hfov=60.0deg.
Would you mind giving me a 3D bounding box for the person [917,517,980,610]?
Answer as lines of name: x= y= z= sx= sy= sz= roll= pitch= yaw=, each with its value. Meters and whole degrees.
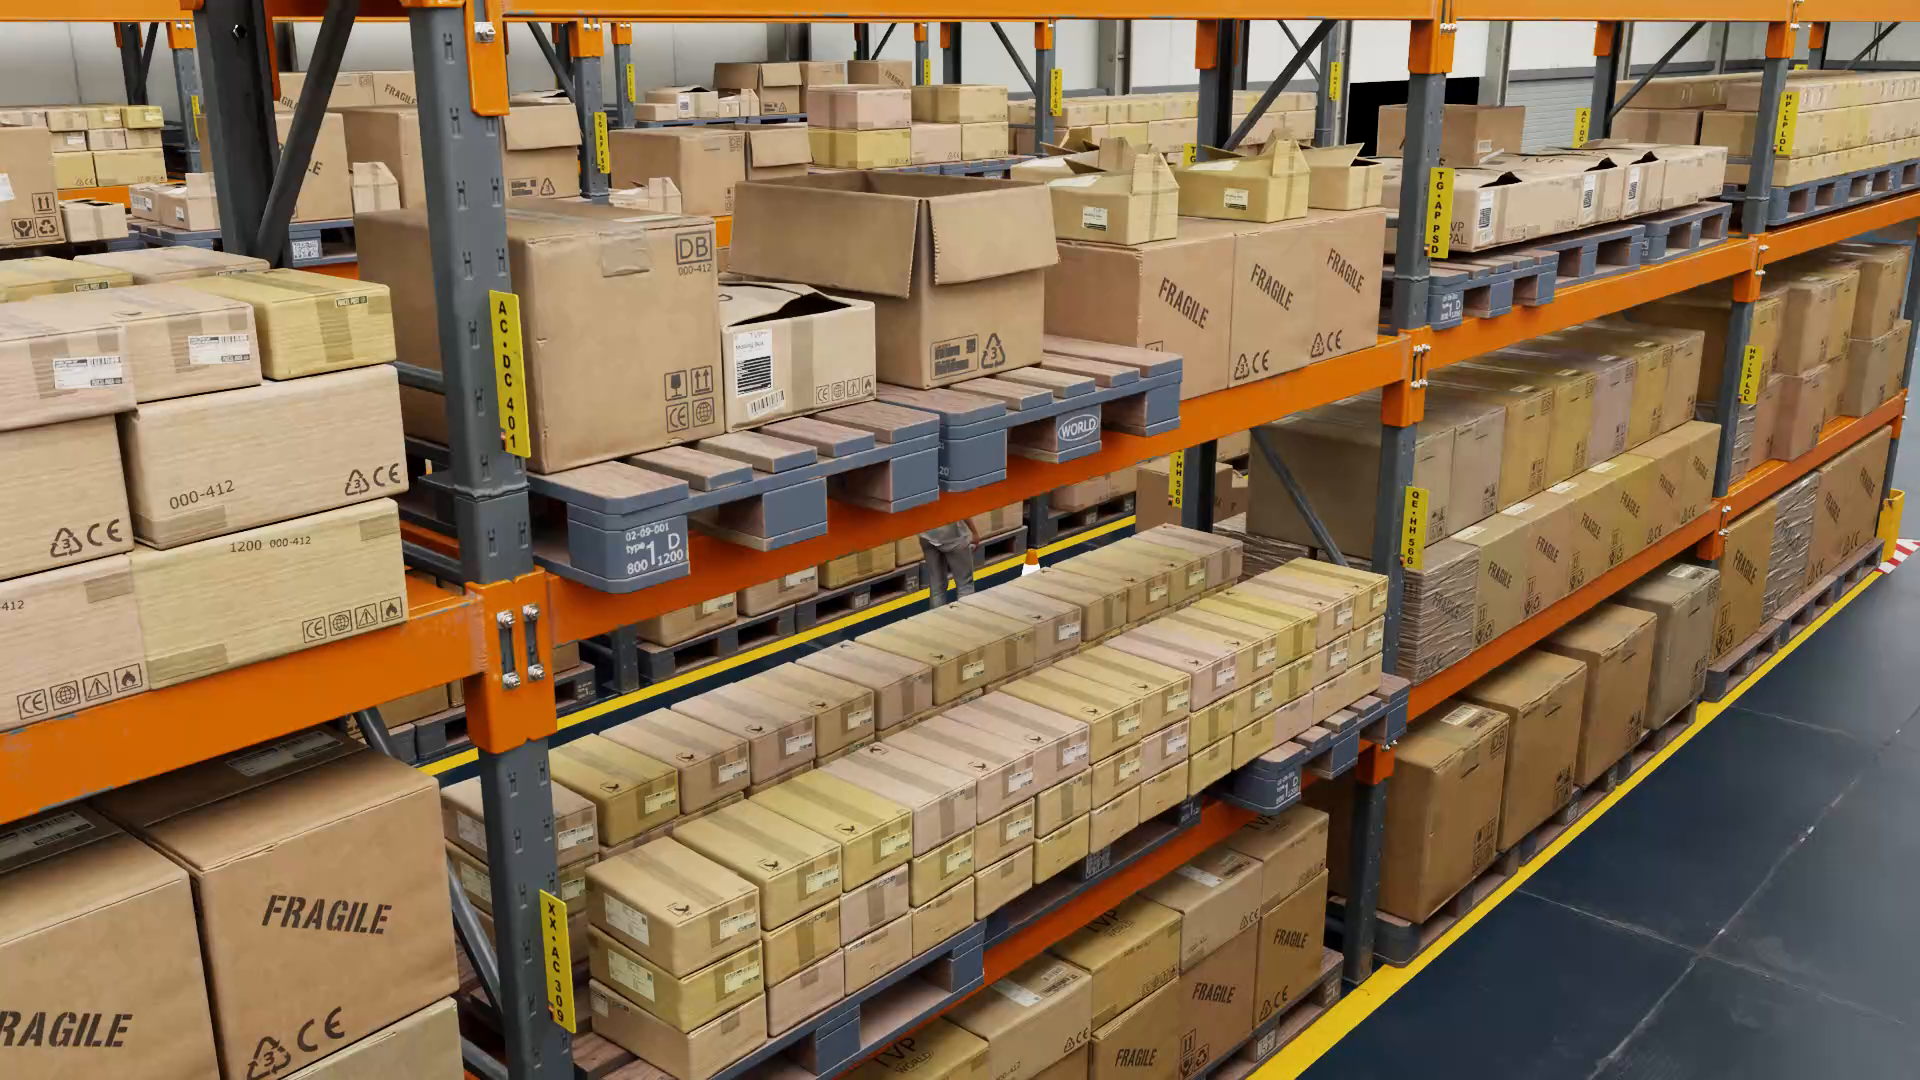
person: x=-0.047 y=-0.044 z=10.675 sx=0.521 sy=1.600 sz=0.472 roll=15 pitch=23 yaw=39
